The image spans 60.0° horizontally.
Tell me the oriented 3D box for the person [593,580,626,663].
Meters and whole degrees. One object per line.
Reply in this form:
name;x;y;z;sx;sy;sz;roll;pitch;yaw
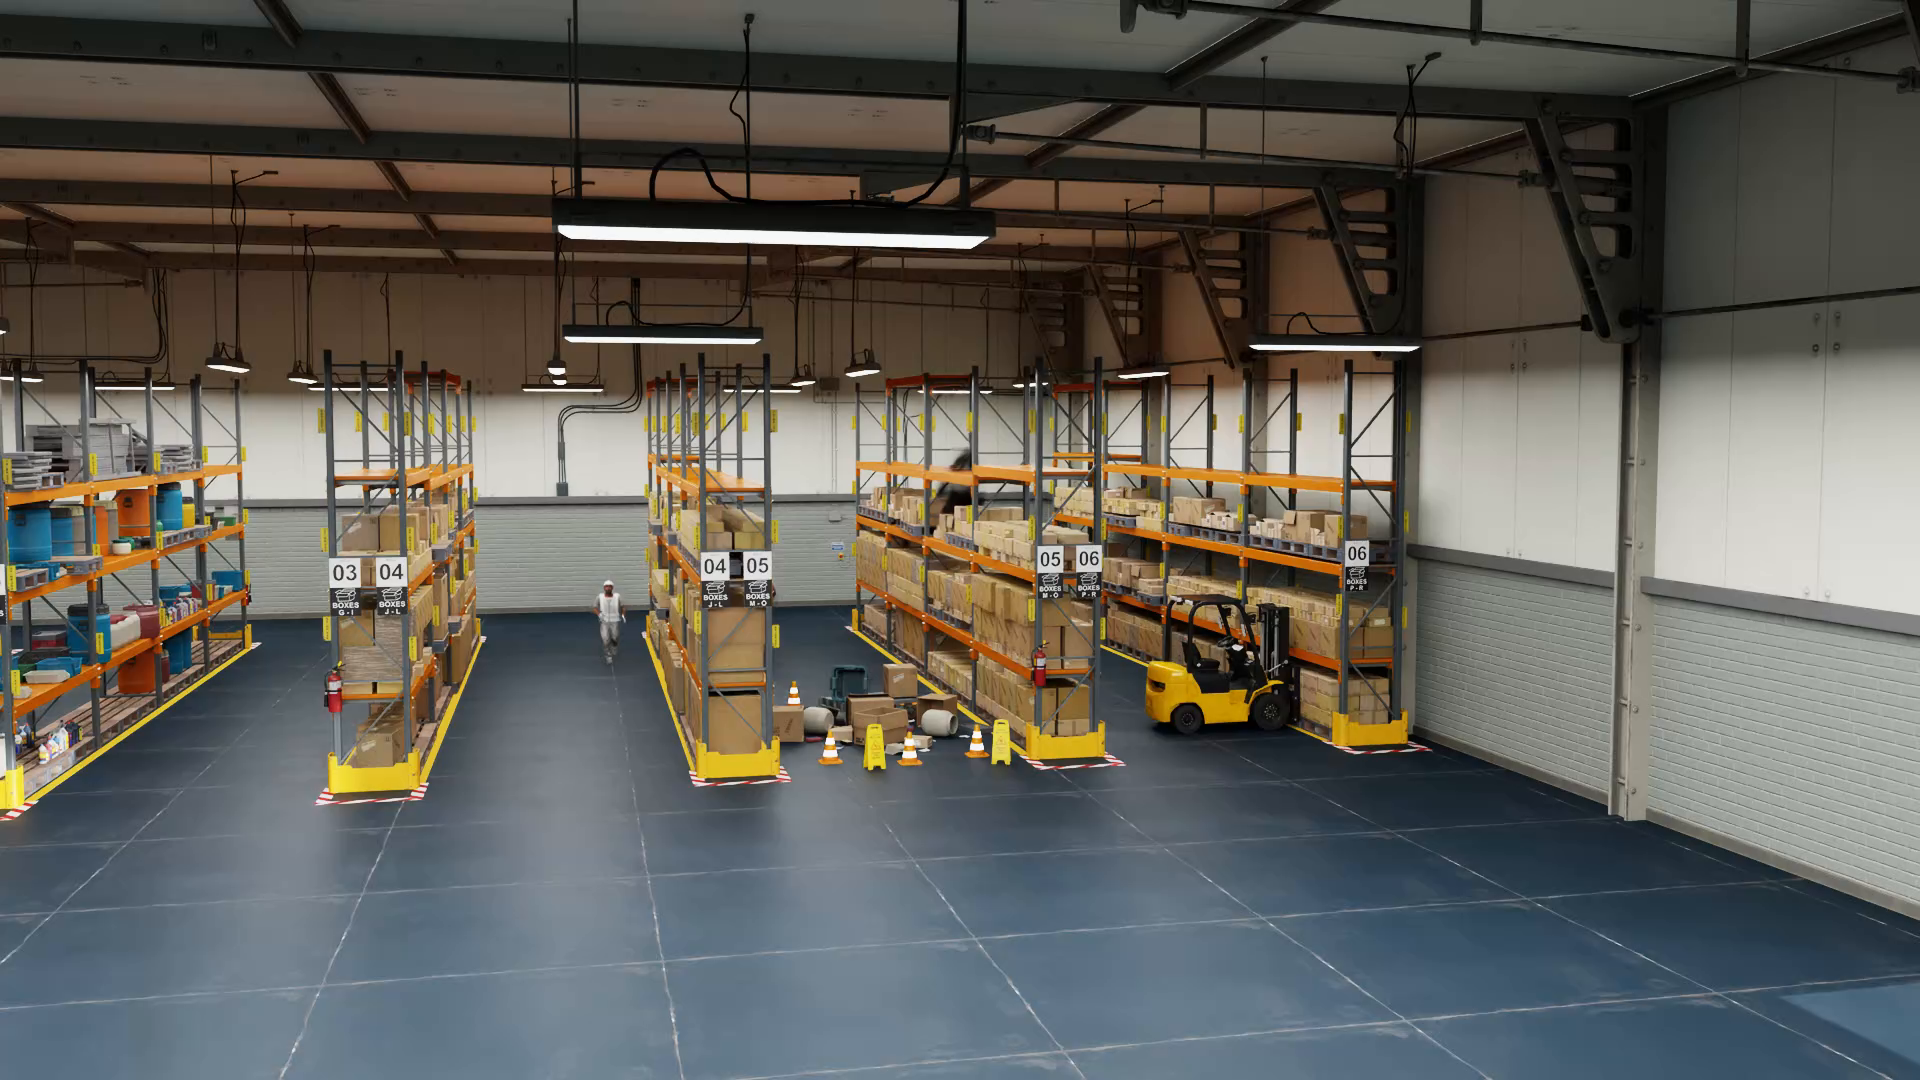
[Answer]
person;-7.354;1.715;34.876;0.685;1.736;0.599;-1;4;-13

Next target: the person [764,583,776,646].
person;-4.497;1.550;37.234;0.740;1.855;0.811;-1;4;-10
